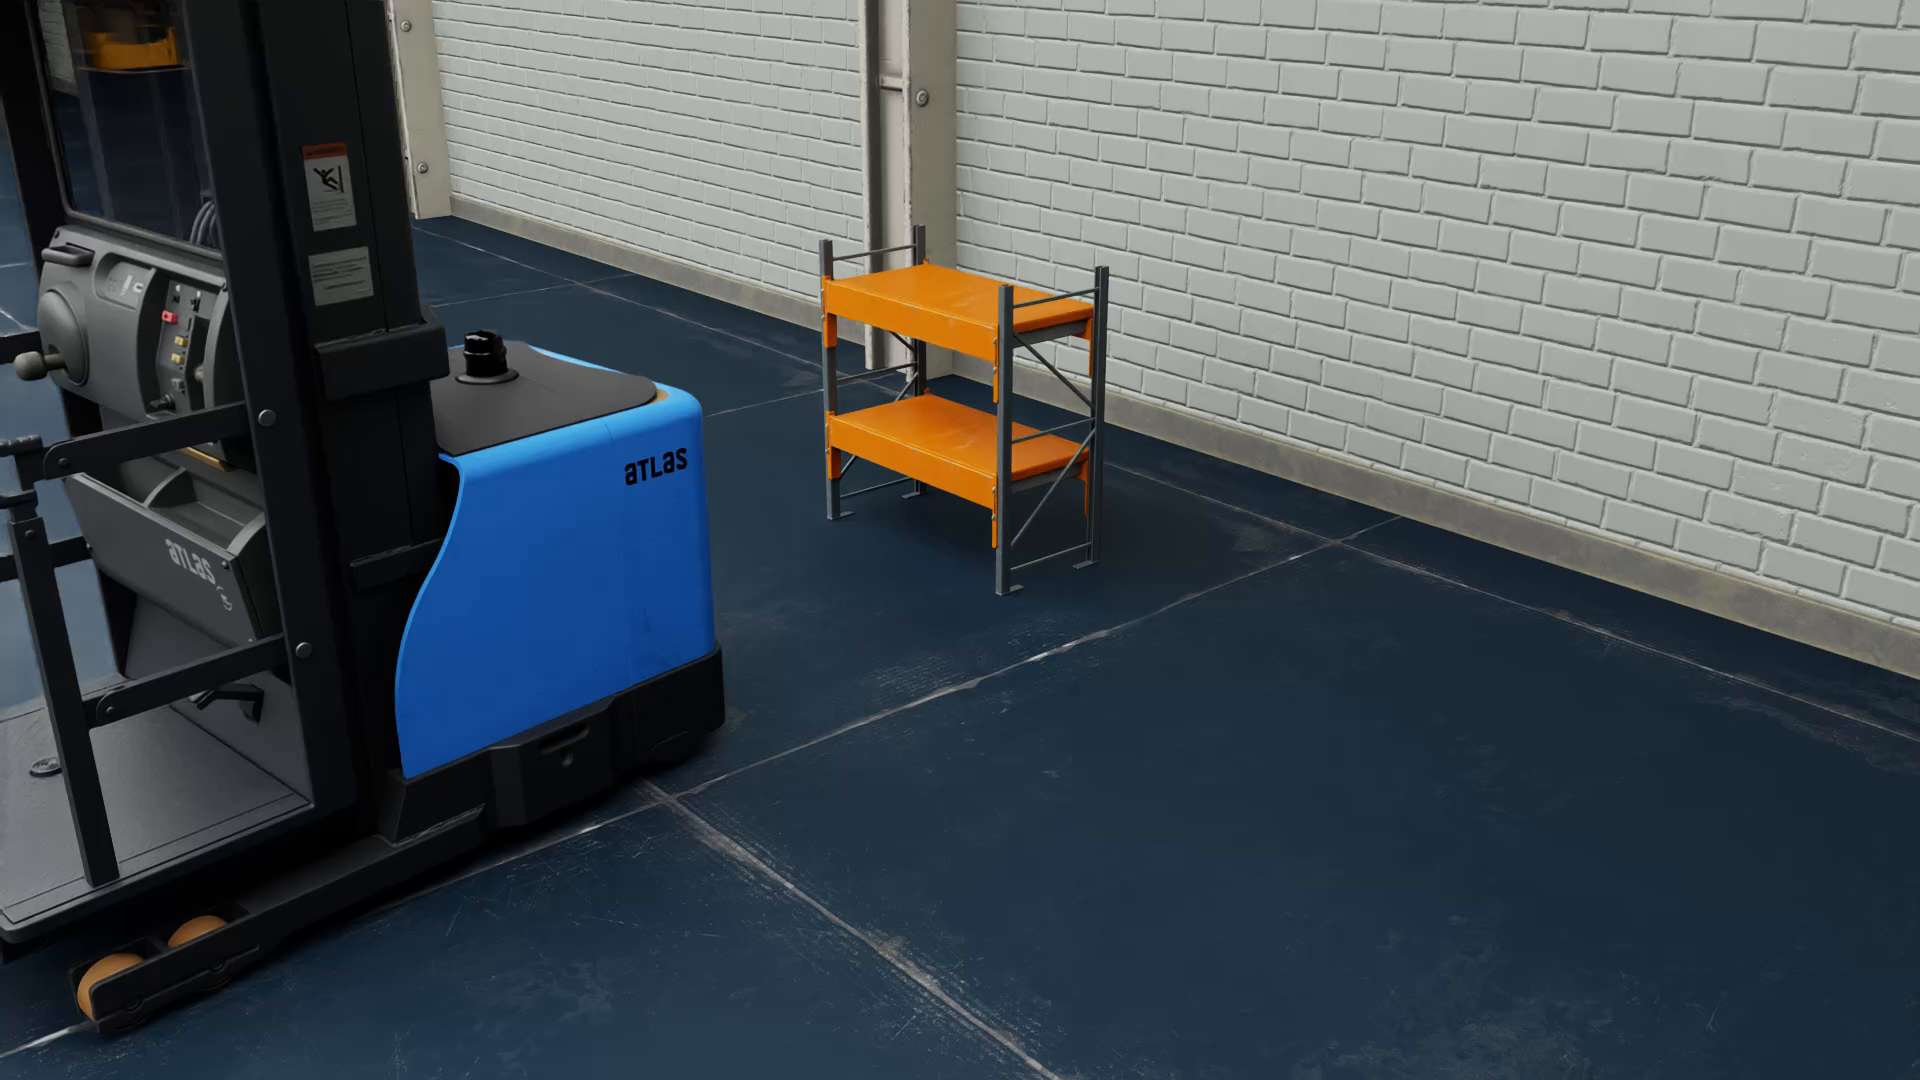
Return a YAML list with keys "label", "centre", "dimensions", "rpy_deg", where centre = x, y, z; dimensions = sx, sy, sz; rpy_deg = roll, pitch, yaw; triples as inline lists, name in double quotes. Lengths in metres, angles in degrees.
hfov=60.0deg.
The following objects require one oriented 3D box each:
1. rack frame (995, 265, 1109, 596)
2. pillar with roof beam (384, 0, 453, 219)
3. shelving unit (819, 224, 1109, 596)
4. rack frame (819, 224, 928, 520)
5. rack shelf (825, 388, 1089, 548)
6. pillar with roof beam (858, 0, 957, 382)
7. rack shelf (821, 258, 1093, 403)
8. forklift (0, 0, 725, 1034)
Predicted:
- label: "rack frame"
  centre: [0.327, -0.385, 5.925]
  dimensions: [0.500, 1.125, 0.032]
  rpy_deg: [-17, 27, -37]
- label: "pillar with roof beam"
  centre: [-7.436, -5.720, 8.749]
  dimensions: [9.100, 9.000, 0.400]
  rpy_deg: [-17, 27, -37]
- label: "shelving unit"
  centre: [-0.004, -0.526, 6.284]
  dimensions: [0.538, 1.125, 1.048]
  rpy_deg: [-17, 27, -37]
- label: "rack frame"
  centre: [-0.336, -0.666, 6.642]
  dimensions: [0.500, 1.125, 0.032]
  rpy_deg: [-17, 27, -37]
- label: "rack shelf"
  centre: [-0.004, -0.298, 6.373]
  dimensions: [0.538, 0.278, 1.000]
  rpy_deg: [-17, 27, -37]
- label: "pillar with roof beam"
  centre: [-3.519, -4.062, 4.517]
  dimensions: [9.100, 9.000, 0.400]
  rpy_deg: [-17, 27, -37]
- label: "rack shelf"
  centre: [-0.004, -0.798, 6.177]
  dimensions: [0.538, 0.278, 1.000]
  rpy_deg: [-17, 27, -37]
- label: "forklift"
  centre: [-2.052, -0.482, 3.697]
  dimensions: [1.130, 2.935, 3.031]
  rpy_deg: [18, 28, 38]
